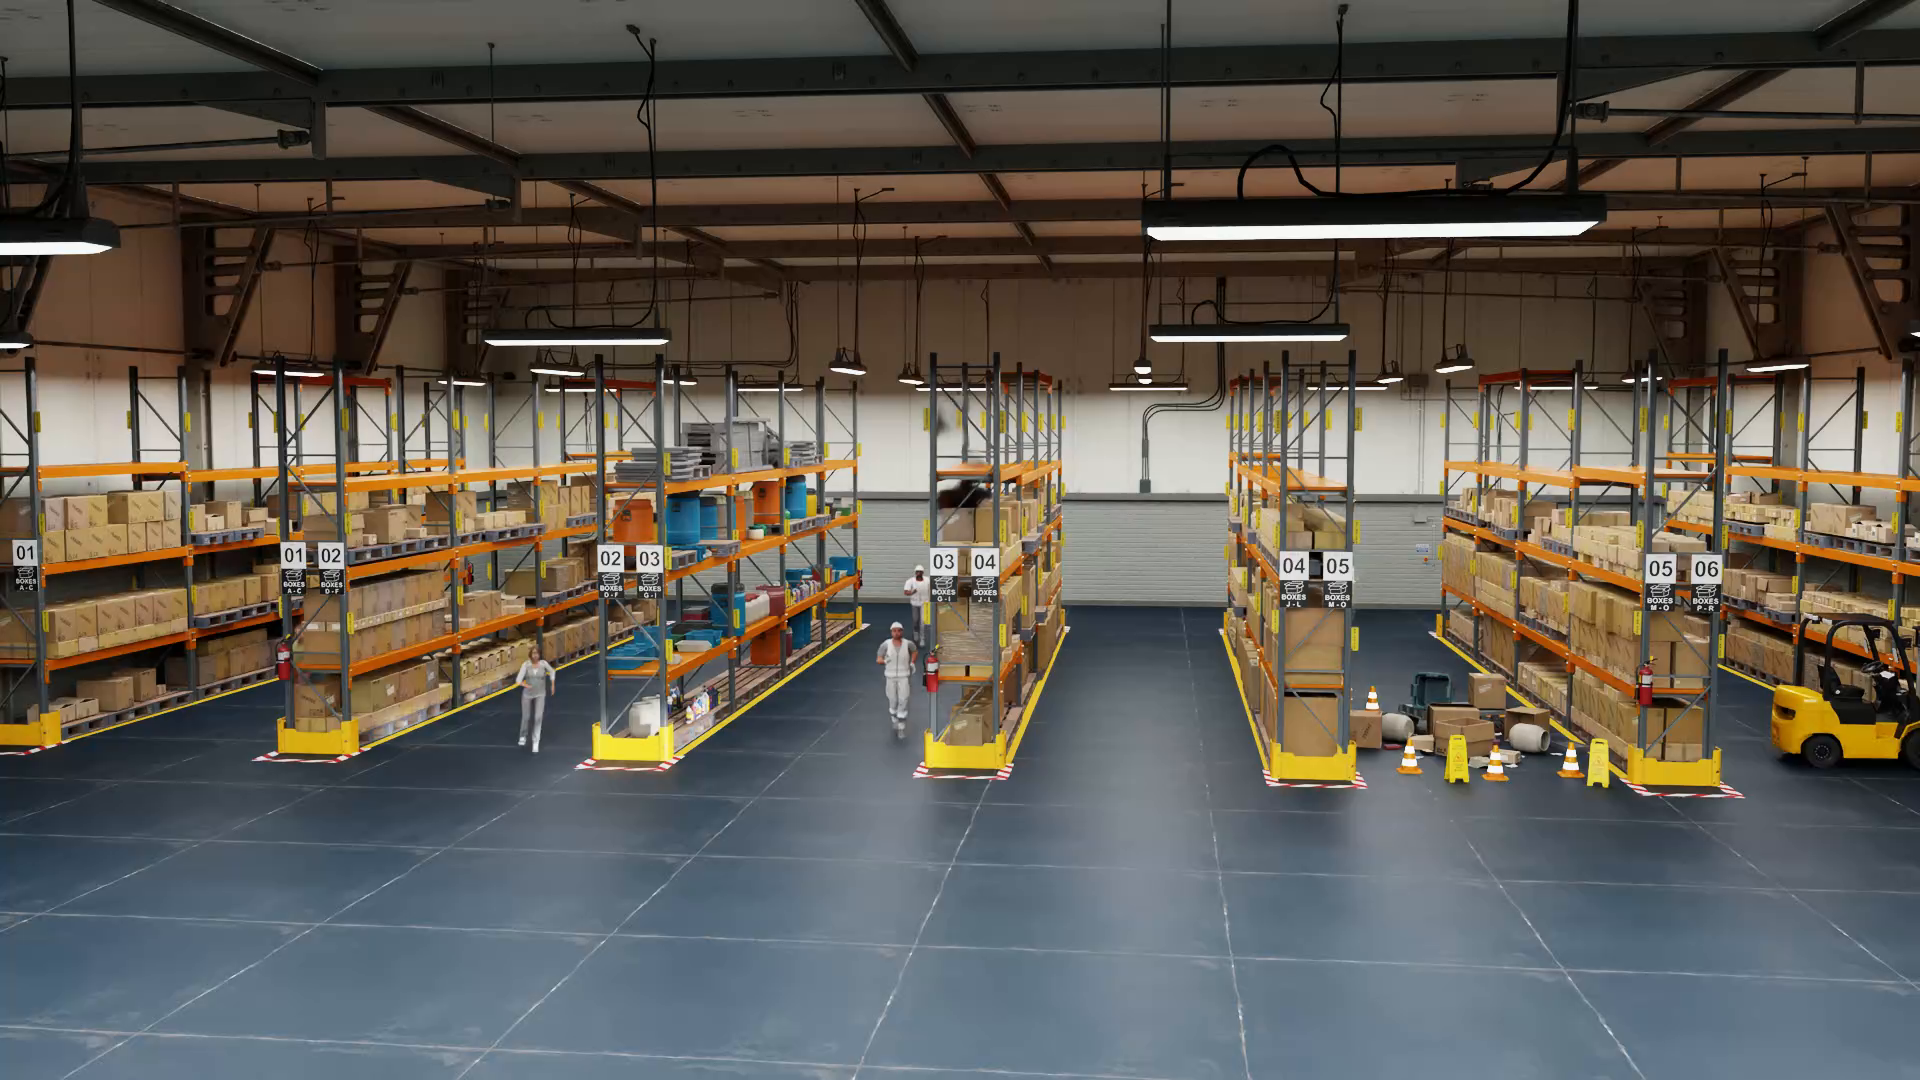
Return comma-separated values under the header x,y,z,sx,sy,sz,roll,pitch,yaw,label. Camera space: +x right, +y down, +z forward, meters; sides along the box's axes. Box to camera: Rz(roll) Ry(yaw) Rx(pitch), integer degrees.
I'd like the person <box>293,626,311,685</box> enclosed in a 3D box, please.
x,y,z,sx,sy,sz,roll,pitch,yaw,label
-11.046,2.239,27.961,0.600,1.638,0.757,0,4,3,person

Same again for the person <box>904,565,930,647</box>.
x,y,z,sx,sy,sz,roll,pitch,yaw,label
-0.915,1.451,37.334,0.688,1.781,0.950,0,4,-3,person

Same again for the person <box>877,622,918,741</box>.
x,y,z,sx,sy,sz,roll,pitch,yaw,label
-1.006,2.217,26.495,0.642,1.829,0.850,0,4,1,person

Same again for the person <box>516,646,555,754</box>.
x,y,z,sx,sy,sz,roll,pitch,yaw,label
-6.474,2.427,25.387,0.581,1.652,0.701,-1,4,-15,person
